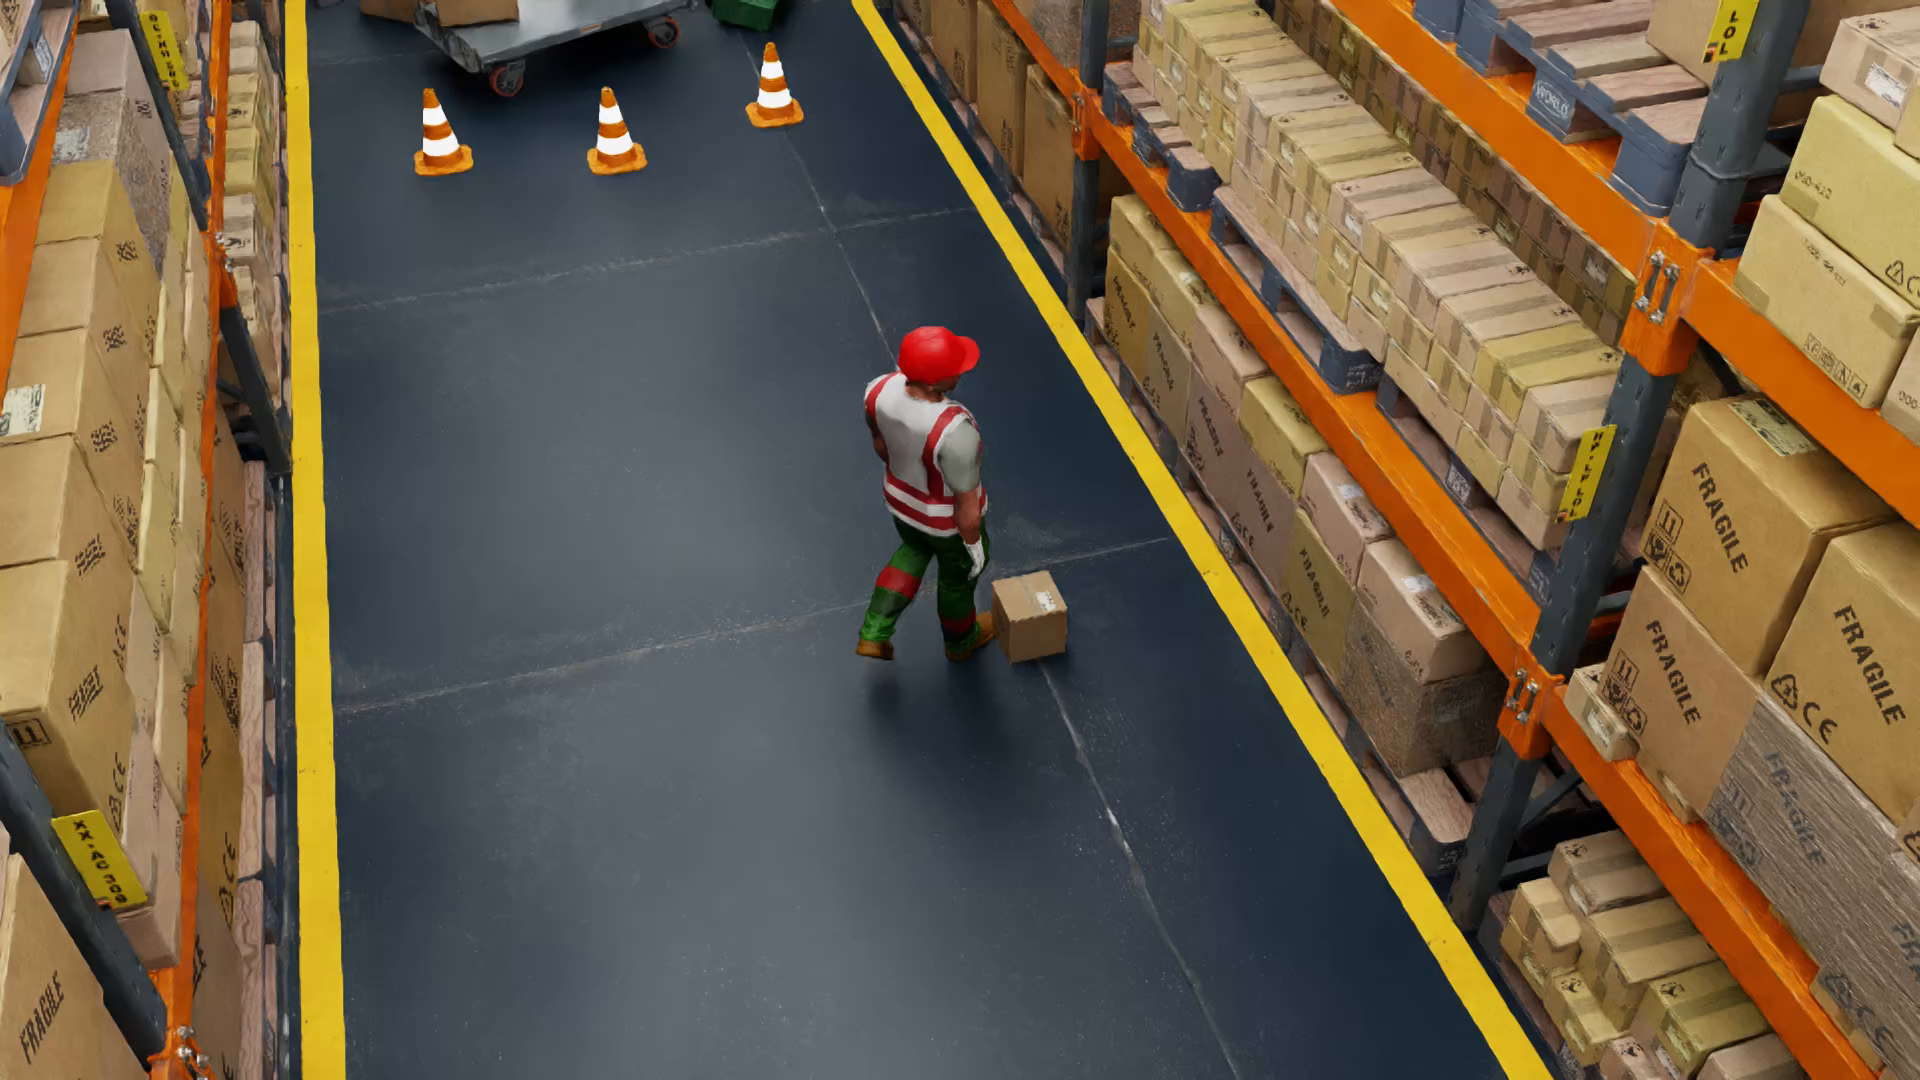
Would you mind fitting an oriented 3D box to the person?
[{"bbox_3d":[-0.093,-0.142,6.301,0.598,1.773,0.710,31,50,30],"label":"person"}]
